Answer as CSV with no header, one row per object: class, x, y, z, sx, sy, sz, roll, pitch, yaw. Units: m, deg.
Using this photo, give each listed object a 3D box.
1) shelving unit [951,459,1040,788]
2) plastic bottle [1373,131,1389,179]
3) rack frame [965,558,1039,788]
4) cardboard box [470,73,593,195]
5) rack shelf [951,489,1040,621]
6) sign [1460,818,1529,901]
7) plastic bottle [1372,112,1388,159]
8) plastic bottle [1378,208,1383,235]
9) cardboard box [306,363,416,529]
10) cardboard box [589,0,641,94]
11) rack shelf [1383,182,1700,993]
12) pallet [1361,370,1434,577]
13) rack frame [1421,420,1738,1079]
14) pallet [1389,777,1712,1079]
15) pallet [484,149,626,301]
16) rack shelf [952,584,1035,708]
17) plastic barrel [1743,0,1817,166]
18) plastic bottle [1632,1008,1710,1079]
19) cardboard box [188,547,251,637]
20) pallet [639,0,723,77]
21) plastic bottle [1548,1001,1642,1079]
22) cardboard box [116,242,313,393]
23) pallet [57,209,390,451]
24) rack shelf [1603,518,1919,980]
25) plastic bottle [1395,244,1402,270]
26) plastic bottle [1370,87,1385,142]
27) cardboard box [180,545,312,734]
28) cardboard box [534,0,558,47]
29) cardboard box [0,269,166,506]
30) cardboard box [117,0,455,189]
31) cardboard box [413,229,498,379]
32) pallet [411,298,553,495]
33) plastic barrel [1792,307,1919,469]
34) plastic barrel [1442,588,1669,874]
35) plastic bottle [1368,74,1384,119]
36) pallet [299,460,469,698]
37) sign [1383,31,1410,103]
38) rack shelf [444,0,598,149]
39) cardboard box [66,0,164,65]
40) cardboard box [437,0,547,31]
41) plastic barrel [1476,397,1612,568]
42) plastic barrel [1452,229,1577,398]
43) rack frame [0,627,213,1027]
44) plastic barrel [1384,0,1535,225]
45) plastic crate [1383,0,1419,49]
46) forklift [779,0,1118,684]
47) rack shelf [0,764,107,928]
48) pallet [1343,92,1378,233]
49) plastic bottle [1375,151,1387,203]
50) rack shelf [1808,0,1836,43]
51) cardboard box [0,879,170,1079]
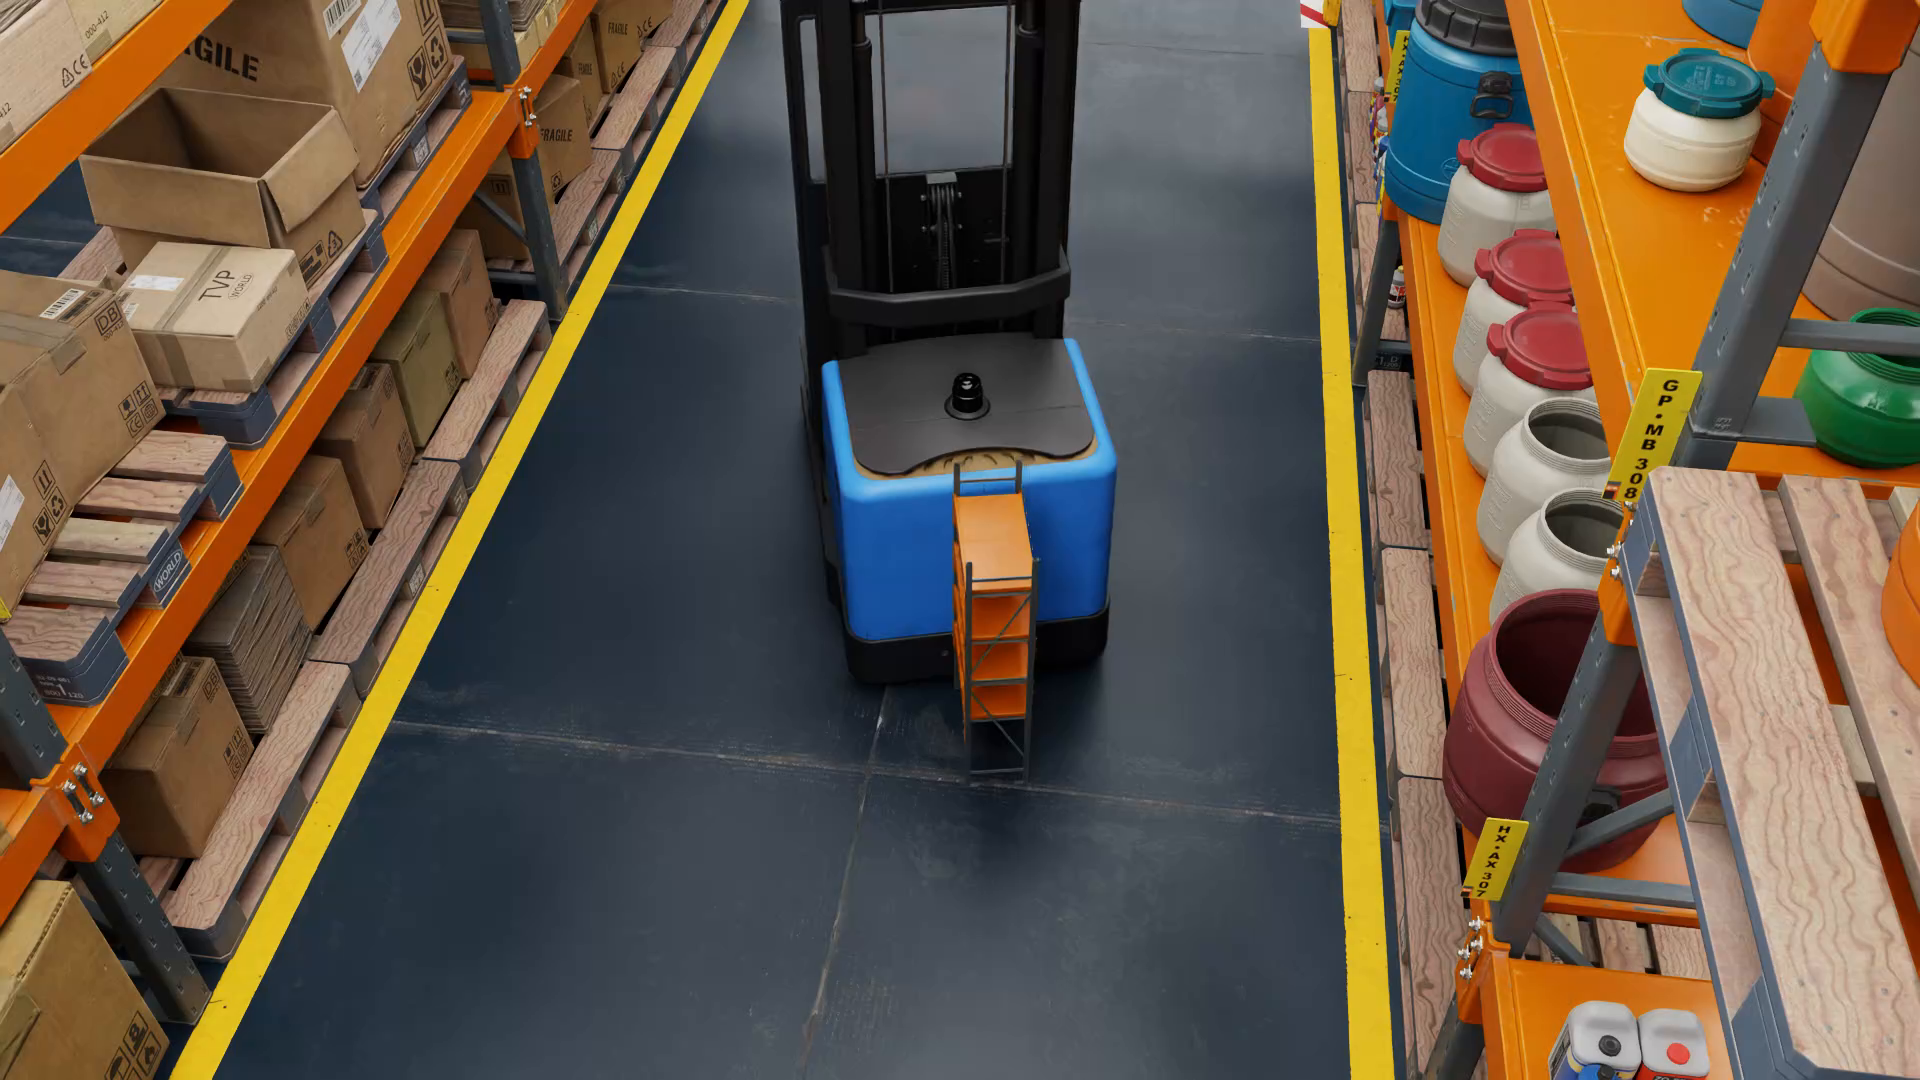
shelving unit,0.118,0.327,6.047,0.258,1.200,0.503,-3,45,-4
plastic bottle,2.295,-2.074,8.945,0.097,0.271,0.097,0,43,0
rack frame,0.139,0.498,5.873,0.240,1.200,0.015,-3,45,-4
cardboard box,-2.348,-2.181,8.906,0.500,0.500,0.500,19,46,19
rack shelf,0.118,0.047,5.771,0.258,0.148,0.480,-3,45,-4
sign,1.325,0.796,4.131,0.100,0.325,0.005,5,44,6
plastic bottle,2.322,-2.212,9.091,0.097,0.271,0.097,0,43,0
plastic bottle,2.206,-1.710,8.552,0.061,0.283,0.133,8,44,8
cardboard box,-2.767,-0.407,7.018,0.700,0.500,0.500,2,43,2
cardboard box,-2.226,-2.987,9.758,0.500,0.500,0.500,9,44,9
rack shelf,2.136,-0.201,5.827,1.077,0.370,4.000,5,44,6
pallet,2.335,-0.274,7.409,1.003,0.211,1.213,5,44,6
rack frame,1.872,0.900,4.140,1.000,3.000,0.127,5,44,6
pallet,2.013,1.388,5.652,1.003,0.211,1.213,5,44,6
pallet,-2.455,-1.724,8.940,1.003,0.211,1.213,5,44,6
rack shelf,0.117,0.375,6.094,0.258,0.148,0.480,-3,45,-4
plastic barrel,2.282,-1.331,4.002,0.600,0.830,0.708,5,44,6
plastic bottle,1.645,1.225,3.887,0.152,0.276,0.135,5,44,6
cardboard box,-2.919,0.104,5.933,0.500,0.250,0.500,10,44,10
pallet,-2.133,-3.387,10.696,1.003,0.211,1.213,5,44,6
plastic bottle,1.494,1.211,3.902,0.152,0.276,0.135,5,44,6
cardboard box,-2.588,-0.769,5.707,0.500,0.250,0.500,4,44,4
pallet,-2.817,-0.833,6.110,1.003,0.211,1.213,5,44,6
rack shelf,1.607,1.435,1.916,1.077,0.370,4.000,5,44,6
plastic bottle,2.137,-1.357,8.179,0.061,0.283,0.133,7,44,8
plastic bottle,2.333,-2.365,9.244,0.061,0.283,0.133,6,44,6
cardboard box,-2.908,0.360,6.208,0.700,0.500,0.500,2,43,2
cardboard box,-2.136,-2.473,7.885,0.380,0.149,0.250,5,44,6
cardboard box,-3.031,-0.500,5.240,0.700,0.500,0.500,11,45,12
cardboard box,-2.753,-2.118,6.585,1.000,1.000,1.000,6,44,6
cardboard box,-2.611,-1.112,7.763,0.700,0.500,0.500,2,43,2
pallet,-2.610,-0.733,7.892,1.003,0.211,1.213,5,44,6
plastic barrel,1.854,-0.305,3.344,0.294,0.245,0.294,0,43,0
plastic barrel,1.633,0.507,4.456,0.600,0.536,0.708,5,44,6
plastic bottle,2.381,-2.514,9.410,0.097,0.271,0.097,0,43,0
pallet,-2.769,0.101,7.012,1.003,0.211,1.213,5,44,6
sign,1.857,-1.984,6.984,0.100,0.325,0.005,5,44,6
rack shelf,-2.245,-3.378,9.181,1.077,0.370,4.000,5,44,6
cardboard box,-2.597,-1.583,4.690,0.500,0.250,0.500,6,44,6
cardboard box,-2.388,-2.721,7.676,0.875,0.500,0.500,5,44,6
plastic barrel,1.852,-0.148,5.165,0.421,0.512,0.421,0,43,0
plastic barrel,1.960,-0.743,5.776,0.433,0.535,0.433,0,43,0
rack frame,-3.038,0.450,4.615,1.000,3.000,0.127,5,44,6
plastic barrel,2.049,-1.772,6.597,0.600,0.901,0.708,5,44,6
plastic crate,2.278,-2.551,7.892,0.499,0.251,0.616,5,44,6
forklift,-0.146,-1.517,6.743,1.130,2.935,3.031,-6,44,-6
rack shelf,-3.302,2.074,3.423,1.077,0.370,4.000,5,44,6
pallet,2.689,-2.101,9.337,1.003,0.211,1.213,5,44,6
plastic bottle,2.293,-1.923,8.782,0.152,0.276,0.135,6,44,6
rack shelf,2.136,-2.235,3.901,1.077,0.370,4.000,5,44,6
cardboard box,-3.150,1.538,4.707,1.225,0.875,0.875,3,44,4
